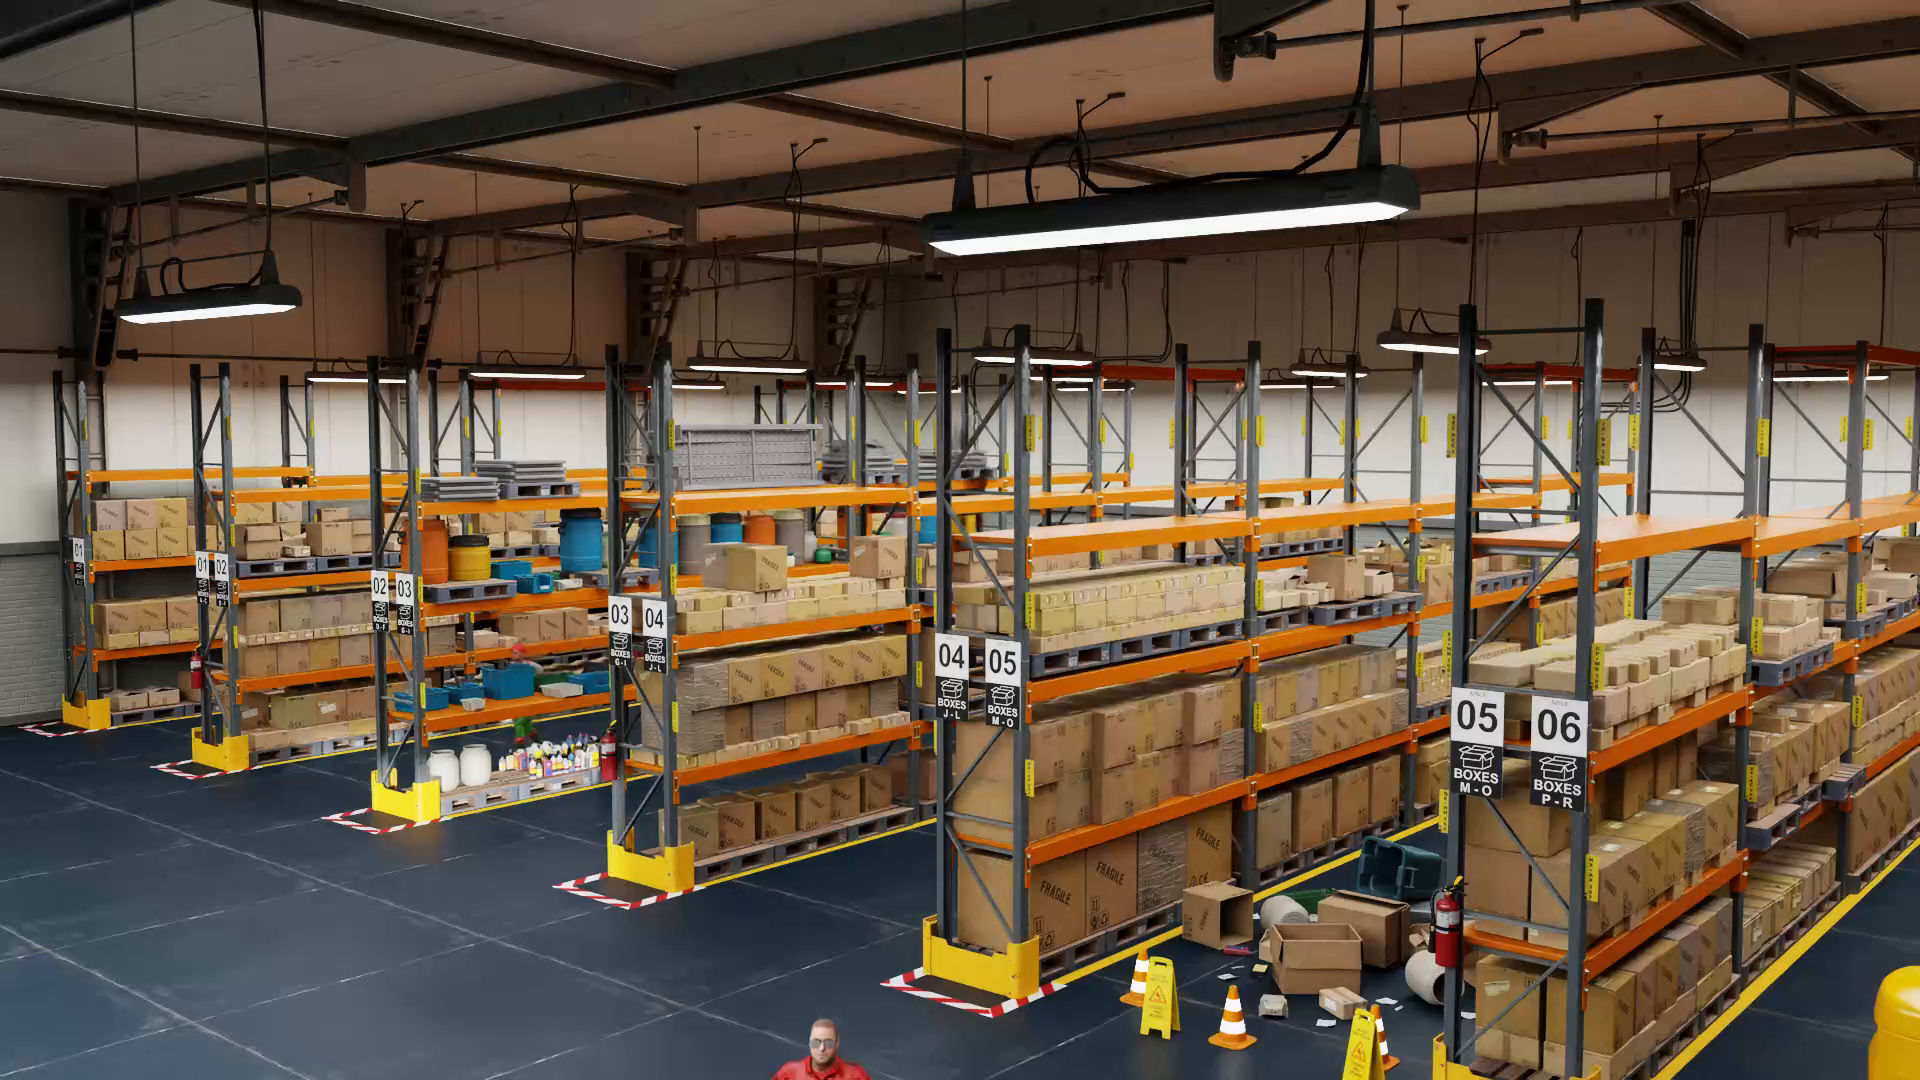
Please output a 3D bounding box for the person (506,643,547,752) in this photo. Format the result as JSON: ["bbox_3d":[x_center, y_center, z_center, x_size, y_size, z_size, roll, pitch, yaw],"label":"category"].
[{"bbox_3d":[-6.604,2.454,25.145,0.613,1.823,0.894,3,5,32],"label":"person"}]

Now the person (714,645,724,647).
[{"bbox_3d":[-4.024,2.188,29.084,0.709,1.762,0.945,2,5,25],"label":"person"}]

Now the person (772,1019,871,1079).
[{"bbox_3d":[-0.780,3.594,9.500,0.662,1.719,0.965,0,4,-3],"label":"person"}]
